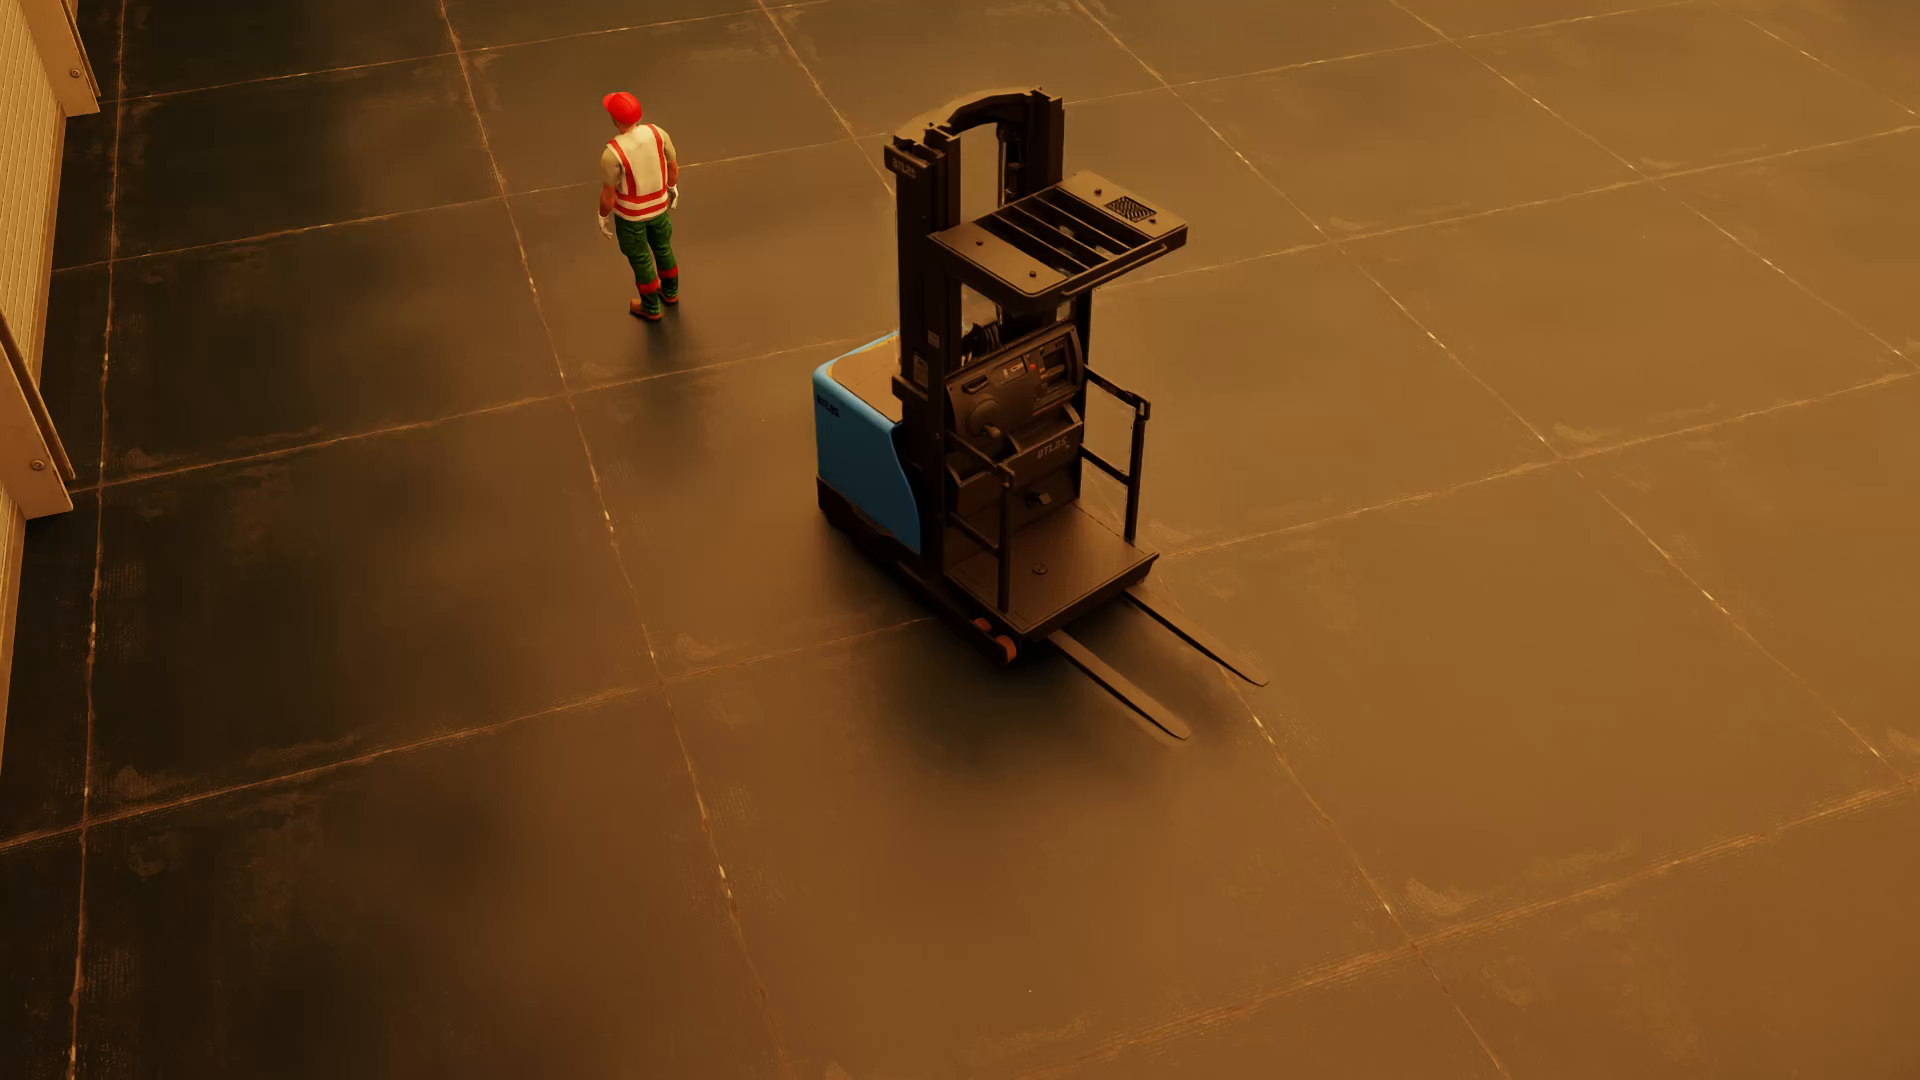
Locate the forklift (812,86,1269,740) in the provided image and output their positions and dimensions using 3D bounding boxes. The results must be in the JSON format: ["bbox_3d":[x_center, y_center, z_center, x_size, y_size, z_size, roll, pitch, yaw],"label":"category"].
[{"bbox_3d":[0.444,-0.788,8.935,1.130,2.935,3.031,-29,48,-30],"label":"forklift"}]

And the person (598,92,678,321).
[{"bbox_3d":[-2.284,-2.365,11.691,0.638,1.787,0.564,-28,48,-29],"label":"person"}]
